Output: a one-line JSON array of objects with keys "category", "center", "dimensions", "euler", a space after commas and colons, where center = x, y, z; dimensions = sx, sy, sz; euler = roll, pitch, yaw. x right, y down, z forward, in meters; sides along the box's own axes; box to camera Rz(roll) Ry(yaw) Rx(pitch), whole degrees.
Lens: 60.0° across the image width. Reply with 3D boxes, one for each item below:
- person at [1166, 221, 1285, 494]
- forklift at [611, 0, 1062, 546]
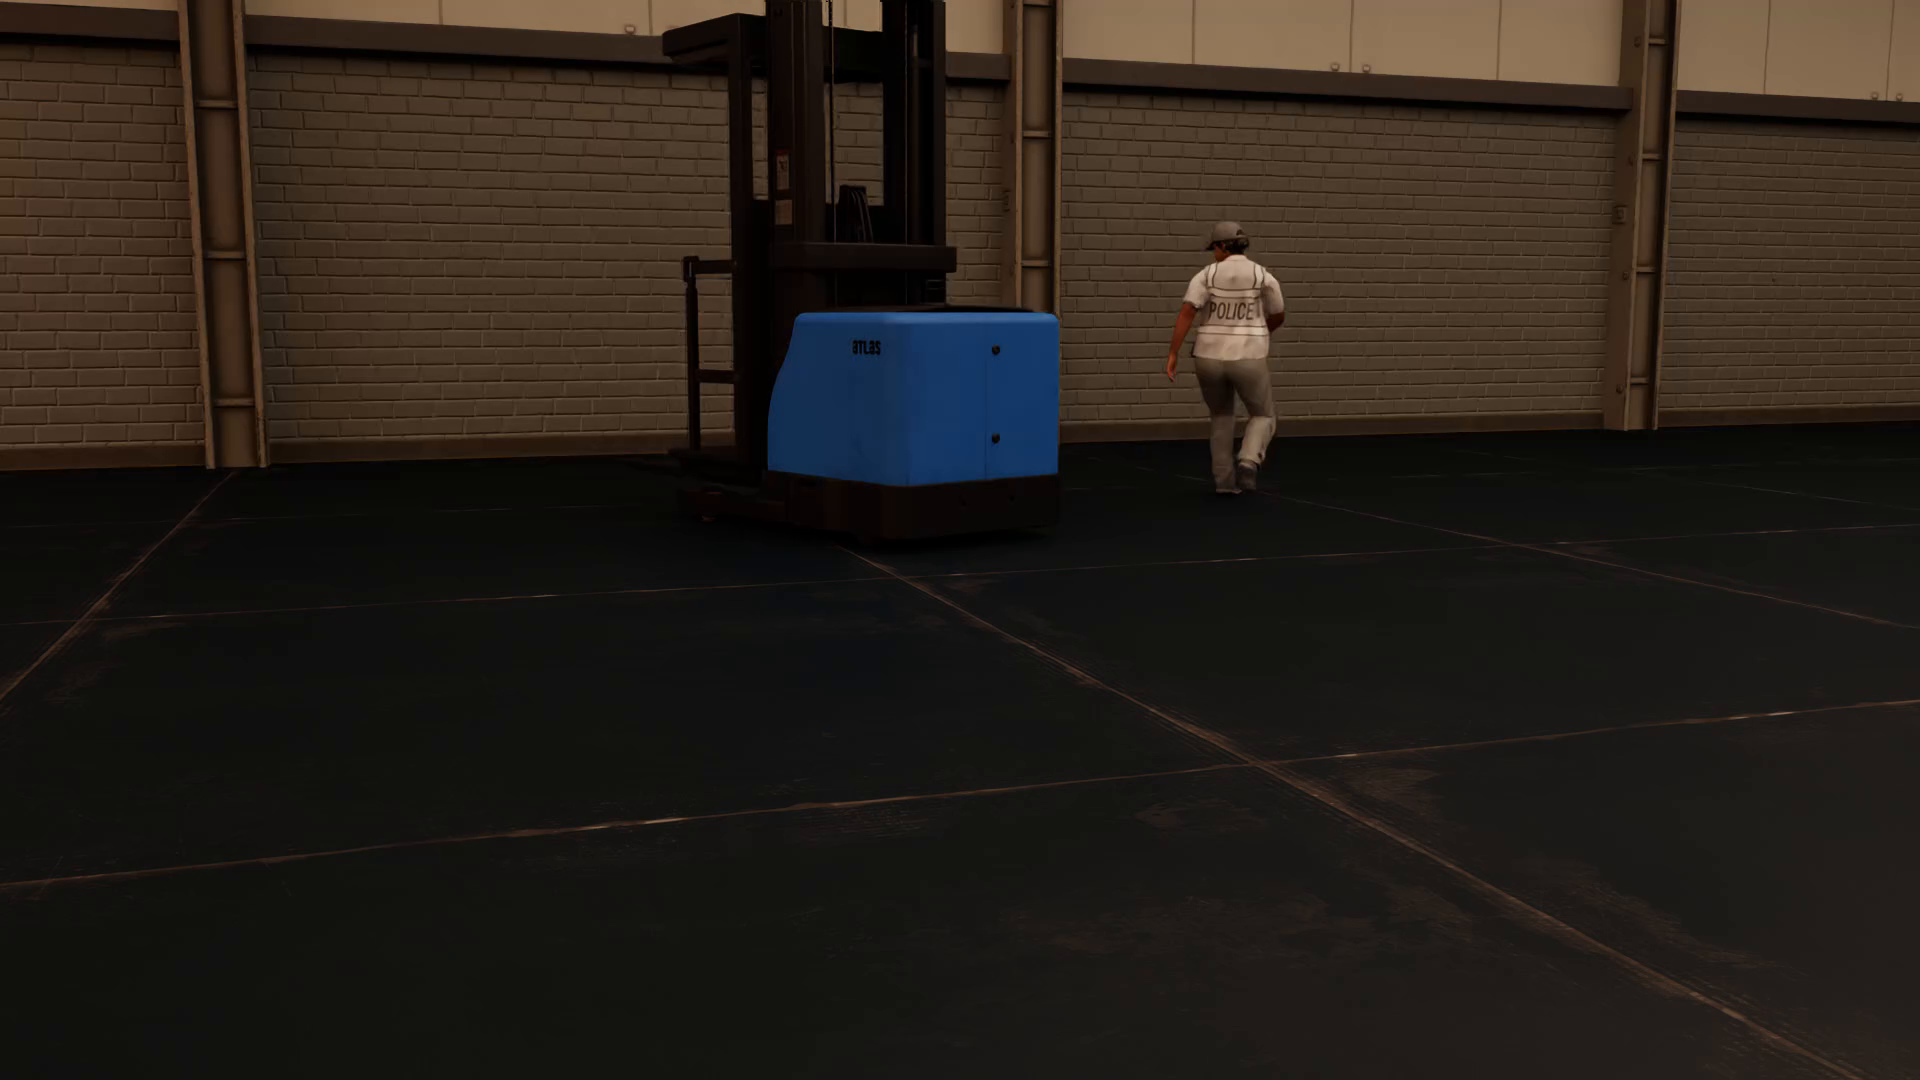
[{"category": "person", "center": [1.572, -1.050, 9.741], "dimensions": [0.630, 1.610, 0.595], "euler": [3, 8, 23]}, {"category": "forklift", "center": [-0.834, -1.578, 8.652], "dimensions": [1.130, 2.935, 3.031], "euler": [-6, 10, -39]}]
